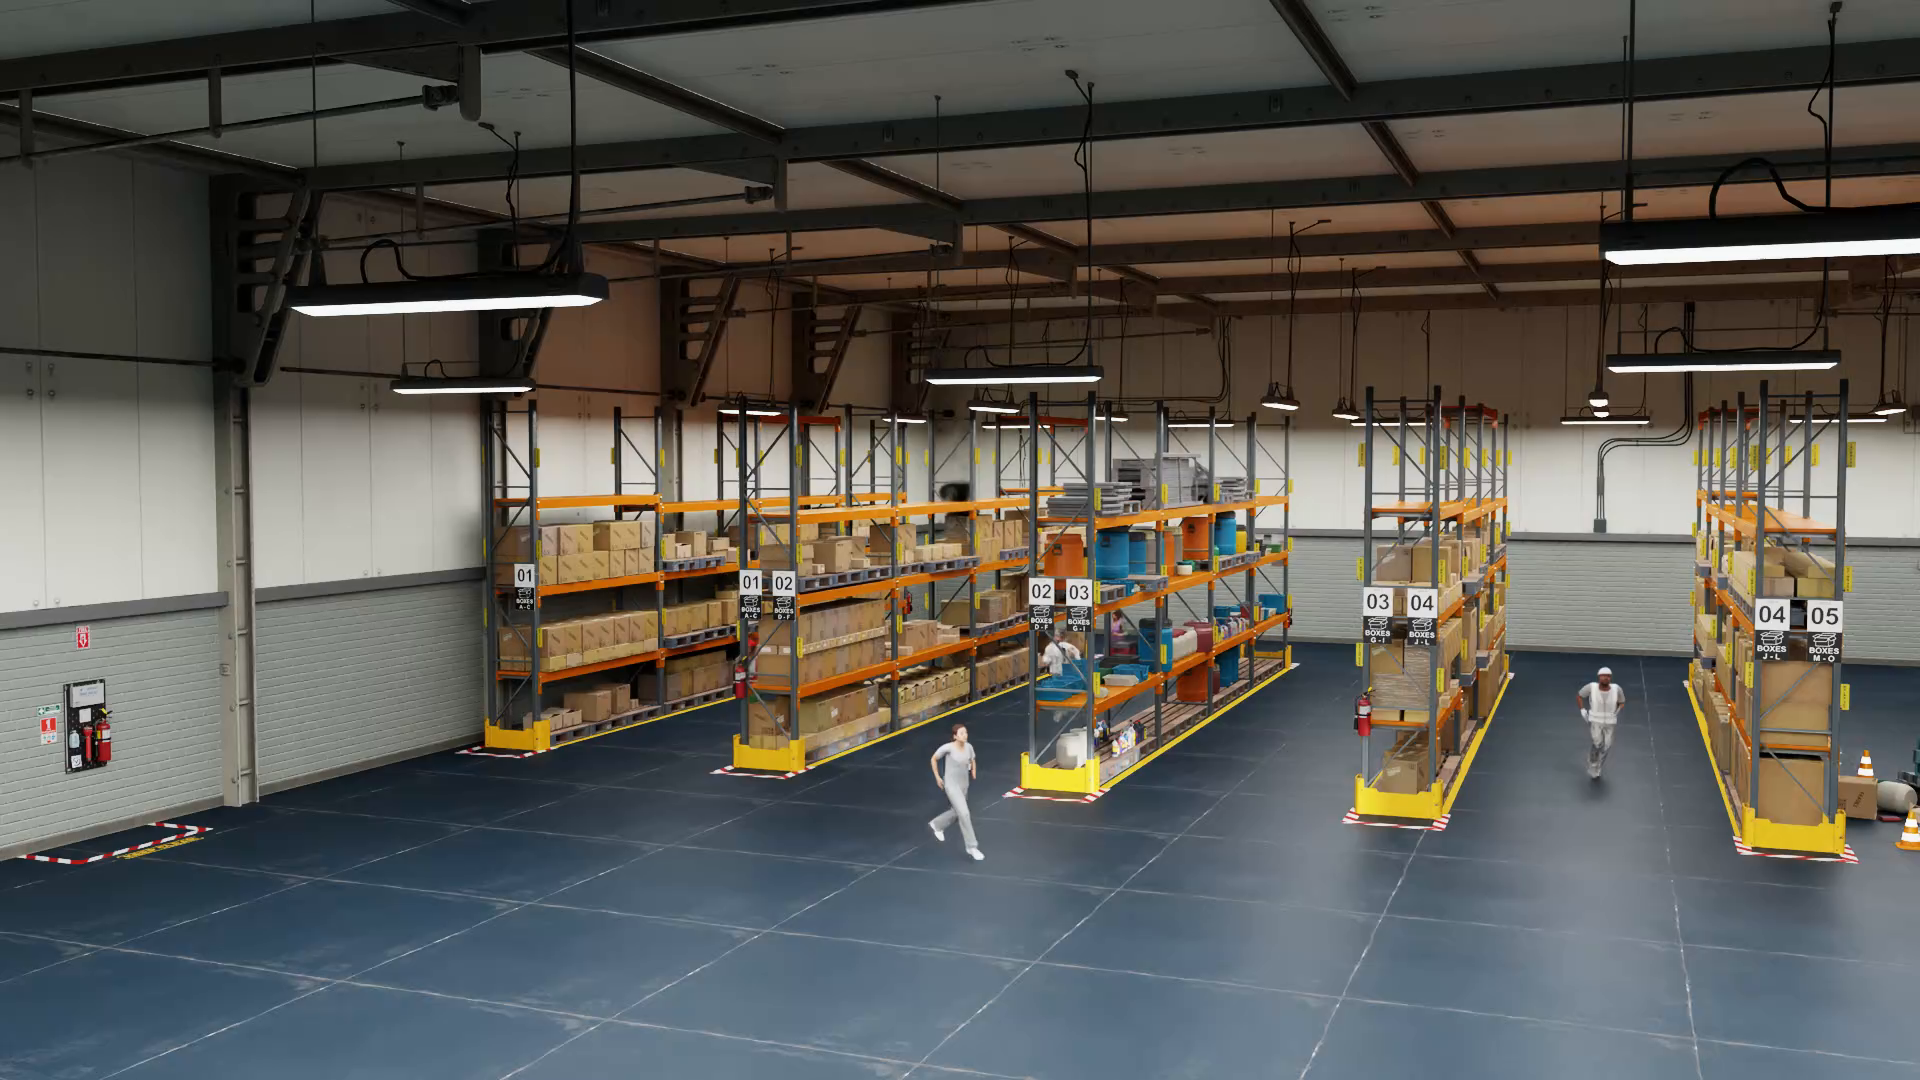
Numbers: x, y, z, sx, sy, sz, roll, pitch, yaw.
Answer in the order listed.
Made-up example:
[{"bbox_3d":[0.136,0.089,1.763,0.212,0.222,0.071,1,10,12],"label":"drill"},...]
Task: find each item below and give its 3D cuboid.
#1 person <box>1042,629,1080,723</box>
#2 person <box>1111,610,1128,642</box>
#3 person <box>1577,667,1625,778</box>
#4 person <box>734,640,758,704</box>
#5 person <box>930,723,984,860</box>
[{"bbox_3d":[1.848,2.471,30.533,0.639,1.710,0.803,1,3,25],"label":"person"},{"bbox_3d":[3.237,2.260,34.155,0.508,1.689,0.694,2,3,30],"label":"person"},{"bbox_3d":[9.980,2.840,25.823,0.673,1.729,0.693,0,3,7],"label":"person"},{"bbox_3d":[-3.768,2.663,30.128,0.662,1.761,0.896,1,3,14],"label":"person"},{"bbox_3d":[-0.059,3.133,21.016,0.587,1.664,1.008,-2,4,-38],"label":"person"}]
